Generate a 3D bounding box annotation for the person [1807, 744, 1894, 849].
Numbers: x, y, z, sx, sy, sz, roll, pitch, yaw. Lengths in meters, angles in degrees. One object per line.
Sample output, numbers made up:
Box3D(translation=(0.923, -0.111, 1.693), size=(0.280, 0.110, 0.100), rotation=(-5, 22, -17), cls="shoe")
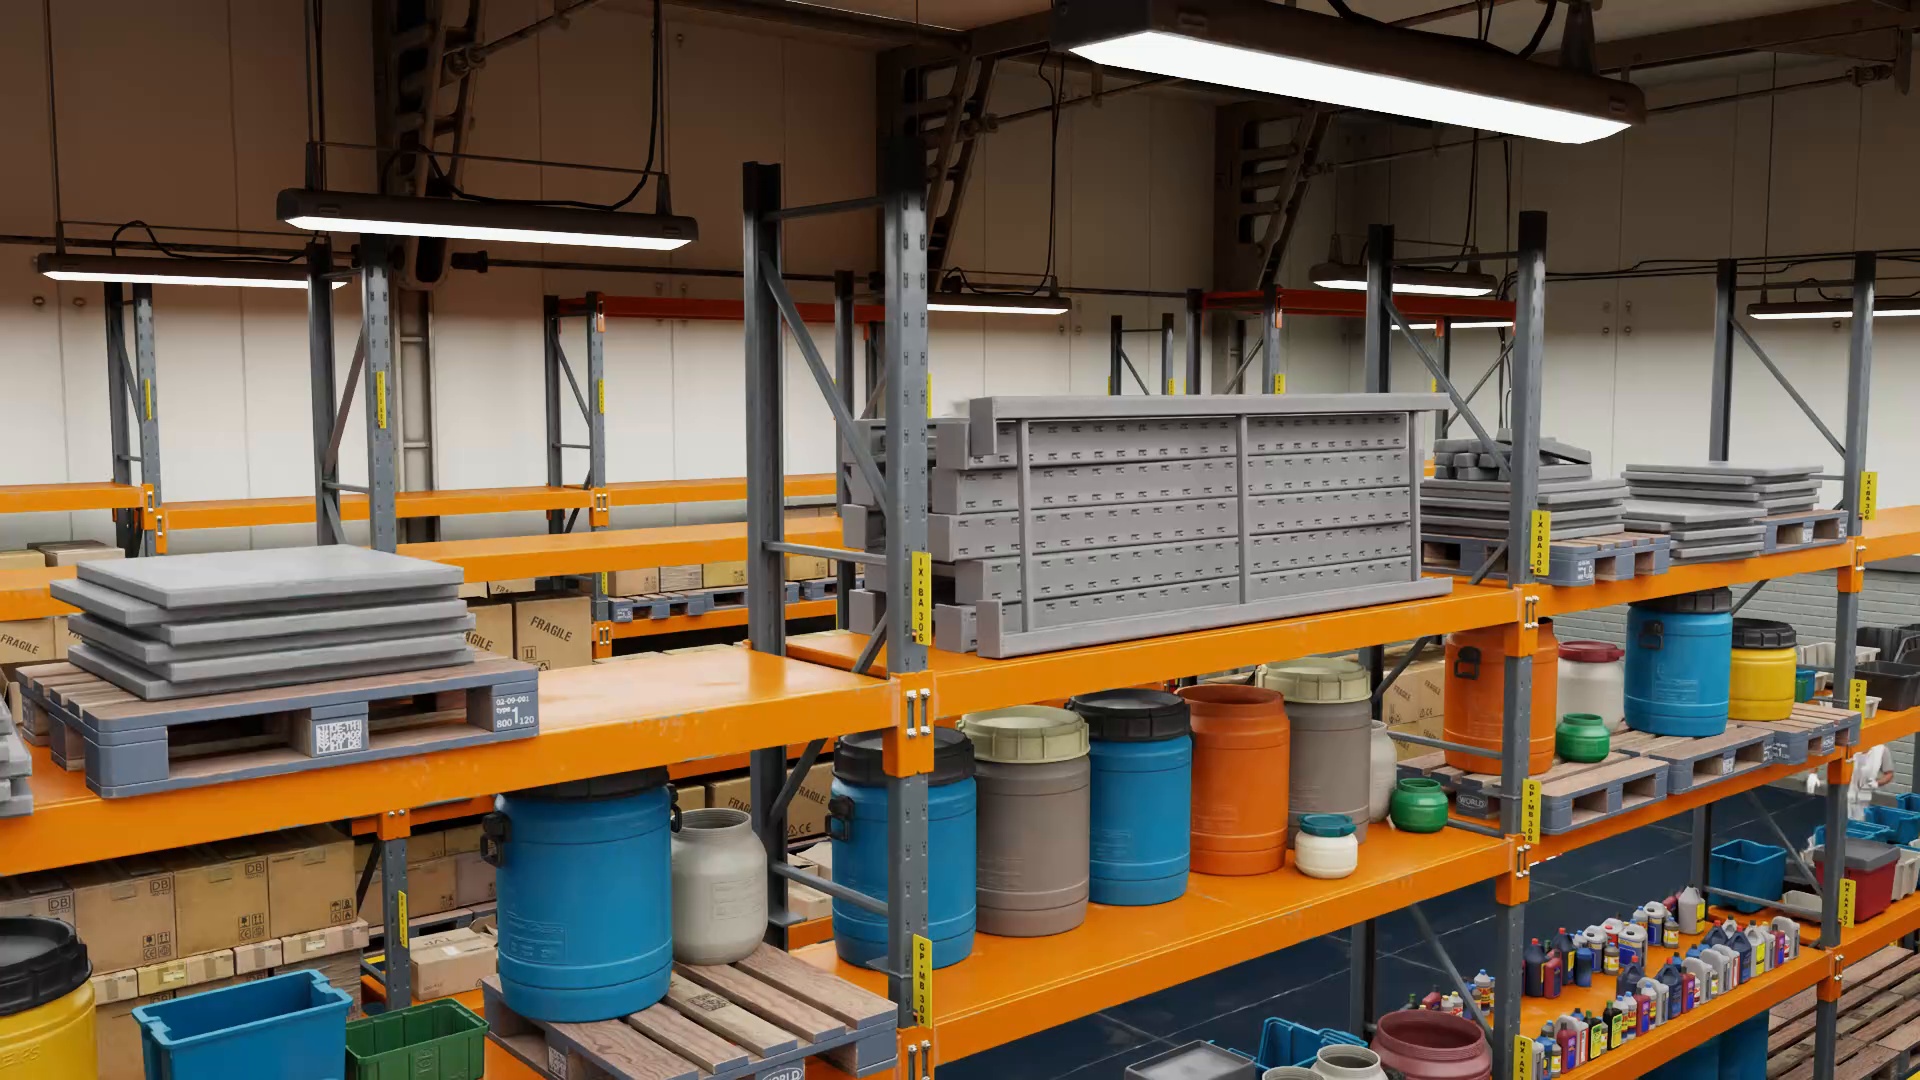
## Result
Box3D(translation=(9.285, 2.668, 17.440), size=(0.809, 1.714, 0.663), rotation=(0, 6, 2), cls="person")
